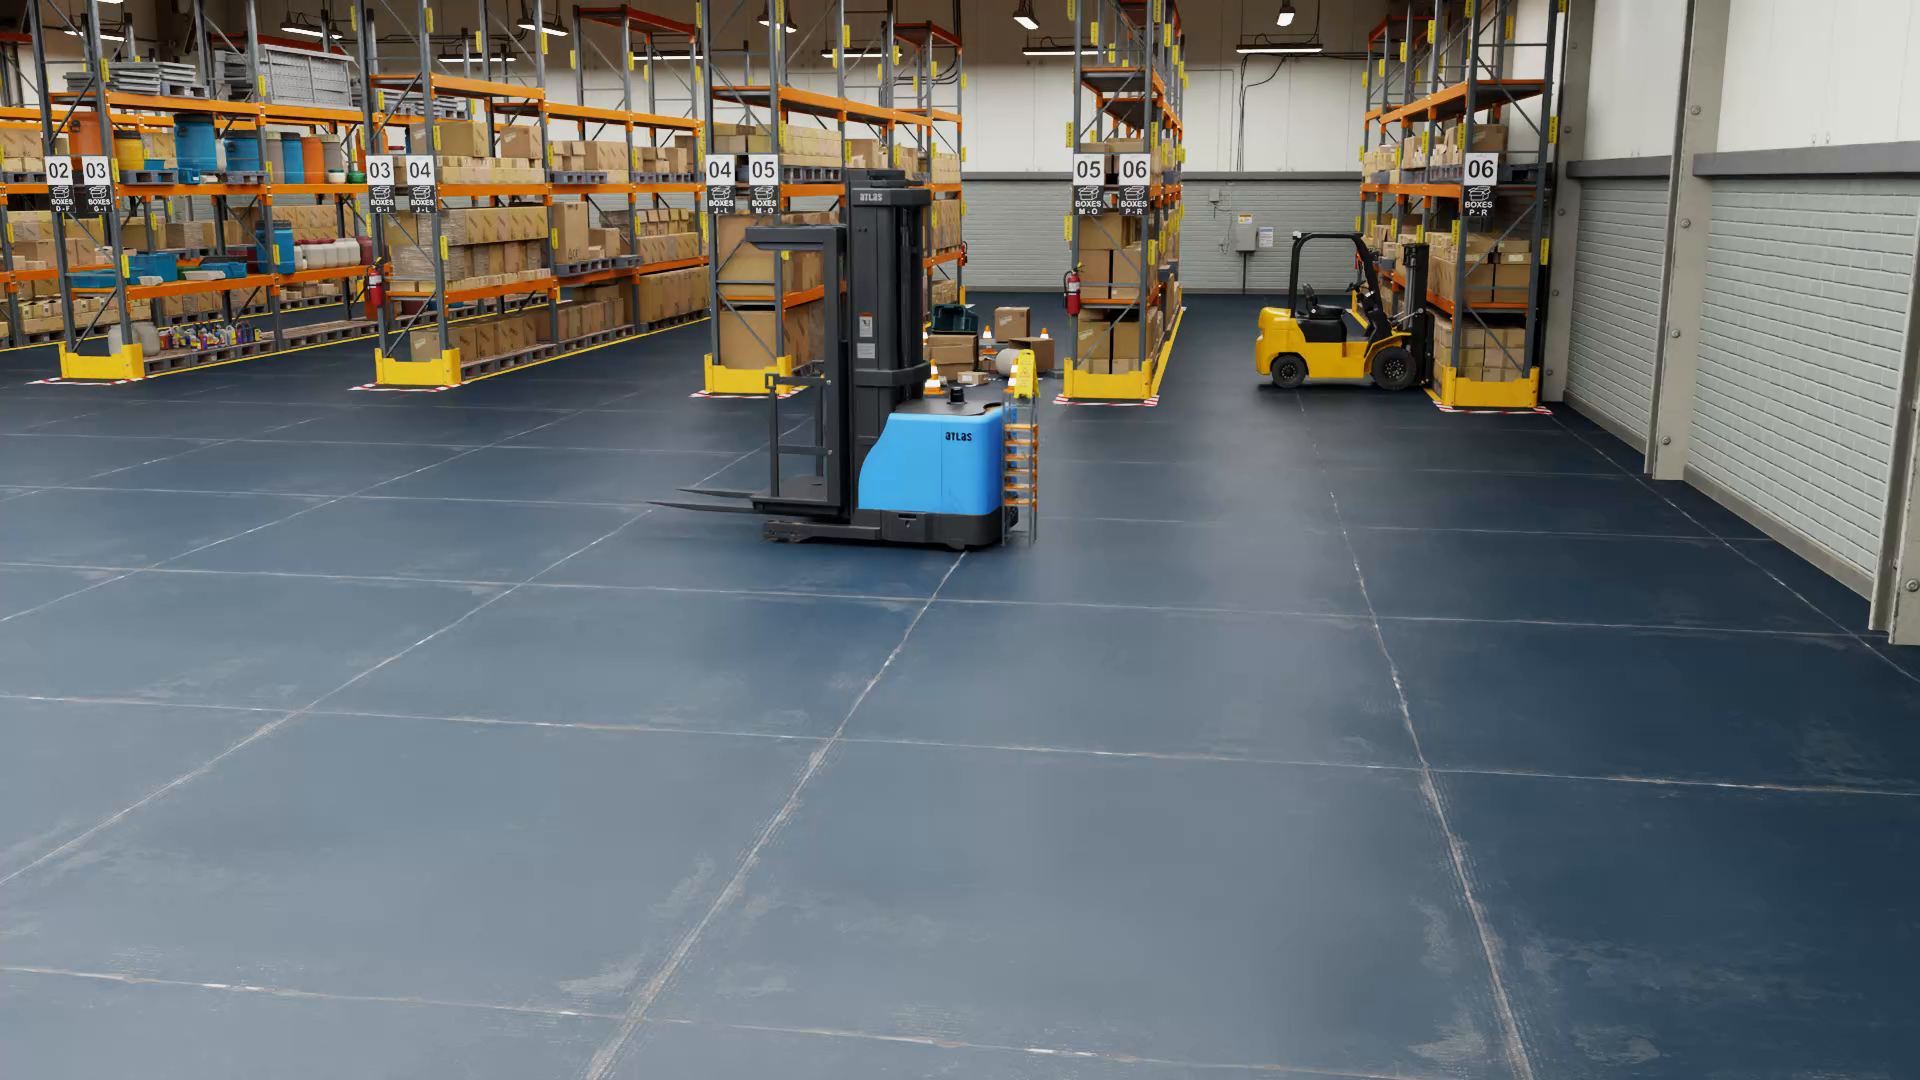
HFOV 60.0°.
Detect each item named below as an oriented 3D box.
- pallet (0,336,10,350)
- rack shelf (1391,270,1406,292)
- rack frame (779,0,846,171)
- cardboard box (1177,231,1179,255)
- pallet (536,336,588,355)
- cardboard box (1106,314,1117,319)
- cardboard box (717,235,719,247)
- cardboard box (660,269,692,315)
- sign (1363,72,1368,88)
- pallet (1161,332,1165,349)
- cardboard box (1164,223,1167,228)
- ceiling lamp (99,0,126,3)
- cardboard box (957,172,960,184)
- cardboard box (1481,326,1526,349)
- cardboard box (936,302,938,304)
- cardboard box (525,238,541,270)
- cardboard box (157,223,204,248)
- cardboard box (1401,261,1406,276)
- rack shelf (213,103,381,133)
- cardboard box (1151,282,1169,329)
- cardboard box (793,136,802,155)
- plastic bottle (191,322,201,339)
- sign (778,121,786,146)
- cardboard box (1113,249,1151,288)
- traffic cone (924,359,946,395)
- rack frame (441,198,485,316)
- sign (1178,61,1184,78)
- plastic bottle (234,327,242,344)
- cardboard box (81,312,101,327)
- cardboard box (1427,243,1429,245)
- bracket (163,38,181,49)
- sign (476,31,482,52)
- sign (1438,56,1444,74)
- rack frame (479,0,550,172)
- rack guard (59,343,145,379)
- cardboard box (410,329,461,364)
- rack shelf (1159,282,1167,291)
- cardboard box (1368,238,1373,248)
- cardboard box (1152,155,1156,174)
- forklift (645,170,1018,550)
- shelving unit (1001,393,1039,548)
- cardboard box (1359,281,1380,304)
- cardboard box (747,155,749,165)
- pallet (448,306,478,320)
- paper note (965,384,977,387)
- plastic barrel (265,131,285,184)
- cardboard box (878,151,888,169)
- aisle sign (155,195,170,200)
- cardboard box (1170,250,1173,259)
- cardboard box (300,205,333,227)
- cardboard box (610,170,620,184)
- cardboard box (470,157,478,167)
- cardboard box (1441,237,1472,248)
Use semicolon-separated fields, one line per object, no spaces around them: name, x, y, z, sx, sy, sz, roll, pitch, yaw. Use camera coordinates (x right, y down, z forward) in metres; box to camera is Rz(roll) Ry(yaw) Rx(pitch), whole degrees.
pallet;-17.146;-3.339;28.484;1.003;0.211;1.213;2;12;9
rack shelf;7.811;-4.128;27.234;1.077;0.370;4.000;2;12;9
rack frame;-2.309;-7.295;25.984;1.000;3.000;0.127;2;12;9
cardboard box;4.403;-6.342;35.562;0.500;0.500;0.500;2;12;10
pallet;-7.076;-3.343;28.505;1.003;0.211;1.213;2;12;9
cardboard box;2.010;-3.007;24.076;0.500;0.500;0.500;2;12;7
cardboard box;-5.551;-6.474;36.065;0.500;0.250;0.500;2;12;8
cardboard box;-6.179;-5.056;33.881;1.225;0.875;0.875;1;12;7
sign;8.812;-10.007;36.160;0.100;0.325;0.005;2;12;9
pallet;3.091;-3.530;29.372;1.003;0.211;1.213;2;12;9
cardboard box;3.188;-5.025;27.750;0.500;0.500;0.500;1;12;6
ceiling lamp;-14.333;-10.536;27.165;0.800;3.185;2.000;2;12;9
cardboard box;-0.272;-8.150;37.427;0.500;0.250;0.500;2;12;7
cardboard box;7.149;-2.674;21.938;0.500;0.250;0.500;2;12;8
cardboard box;-0.664;-4.960;35.159;0.380;0.149;0.250;2;12;10
cardboard box;-7.325;-4.647;26.992;0.875;0.500;0.500;2;12;9
cardboard box;-16.052;-6.272;34.241;0.700;0.500;0.500;4;13;19
cardboard box;7.654;-4.526;27.730;0.500;0.250;0.500;1;12;7
rack shelf;-11.781;-7.506;29.621;1.077;0.370;4.000;2;12;9
cardboard box;3.401;-4.363;30.667;0.875;0.875;0.875;2;12;8
cardboard box;-2.519;-5.520;23.284;0.500;0.250;0.500;2;12;8
plastic bottle;-12.651;-3.431;27.537;0.144;0.351;0.185;1;12;6
sign;-2.376;-5.443;22.246;0.100;0.325;0.005;2;12;9
cardboard box;2.330;-3.674;22.479;0.500;0.500;0.500;2;12;8
traffic cone;-0.375;-2.247;22.820;0.336;0.463;0.334;2;12;9
rack frame;-10.858;-6.370;35.931;1.000;3.000;0.127;2;12;9
sign;4.366;-9.301;32.888;0.100;0.325;0.005;2;12;9
plastic bottle;-11.916;-3.373;27.429;0.061;0.283;0.133;3;12;12
cardboard box;-16.439;-4.123;31.035;0.500;0.250;0.500;2;12;10
cardboard box;7.194;-4.371;24.879;0.380;0.149;0.250;2;12;8
bracket;-20.184;-12.708;42.557;0.235;0.232;0.430;2;12;9
sign;-7.743;-8.028;26.790;0.100;0.325;0.005;2;12;9
sign;9.283;-9.178;32.129;0.100;0.325;0.005;2;12;9
rack frame;-7.194;-7.477;26.827;1.000;3.000;0.127;2;12;9
rack guard;-12.738;-2.667;24.684;1.175;0.500;0.348;2;12;9
cardboard box;-7.697;-2.824;24.415;0.500;0.500;0.500;4;13;19
rack shelf;2.905;-4.288;27.977;1.077;0.370;4.000;2;12;9
cardboard box;8.723;-6.122;34.433;0.500;0.250;0.500;2;12;8
cardboard box;2.410;-5.129;22.704;0.500;0.250;0.500;2;12;8
forklift;-1.094;-1.512;13.551;3.031;2.935;1.130;4;13;16
shelving unit;0.475;-0.551;13.202;0.258;1.200;0.189;3;13;15
cardboard box;9.161;-5.422;36.460;0.797;0.503;0.637;1;12;6
cardboard box;-3.129;-5.314;23.271;0.380;0.149;0.250;2;12;9
pallet;-11.018;-4.848;35.486;1.003;0.211;1.213;2;12;9
paper note;0.161;-2.200;23.630;0.148;0.019;0.142;-2;12;-11
plastic barrel;-12.124;-6.665;28.990;0.600;0.901;0.600;0;12;0
cardboard box;-1.558;-6.645;29.063;0.500;0.311;0.500;2;12;9
aisle sign;-19.724;-8.800;41.035;0.394;0.787;0.004;2;12;9
cardboard box;3.929;-5.608;32.749;0.500;0.250;0.500;2;12;8
cardboard box;-15.085;-7.587;38.966;0.500;0.500;0.500;2;12;10
cardboard box;-6.473;-6.559;30.045;0.500;0.250;0.500;2;12;8
cardboard box;-7.332;-5.561;24.469;0.380;0.149;0.250;2;12;9
cardboard box;6.832;-4.092;22.878;0.380;0.149;0.250;2;12;10
